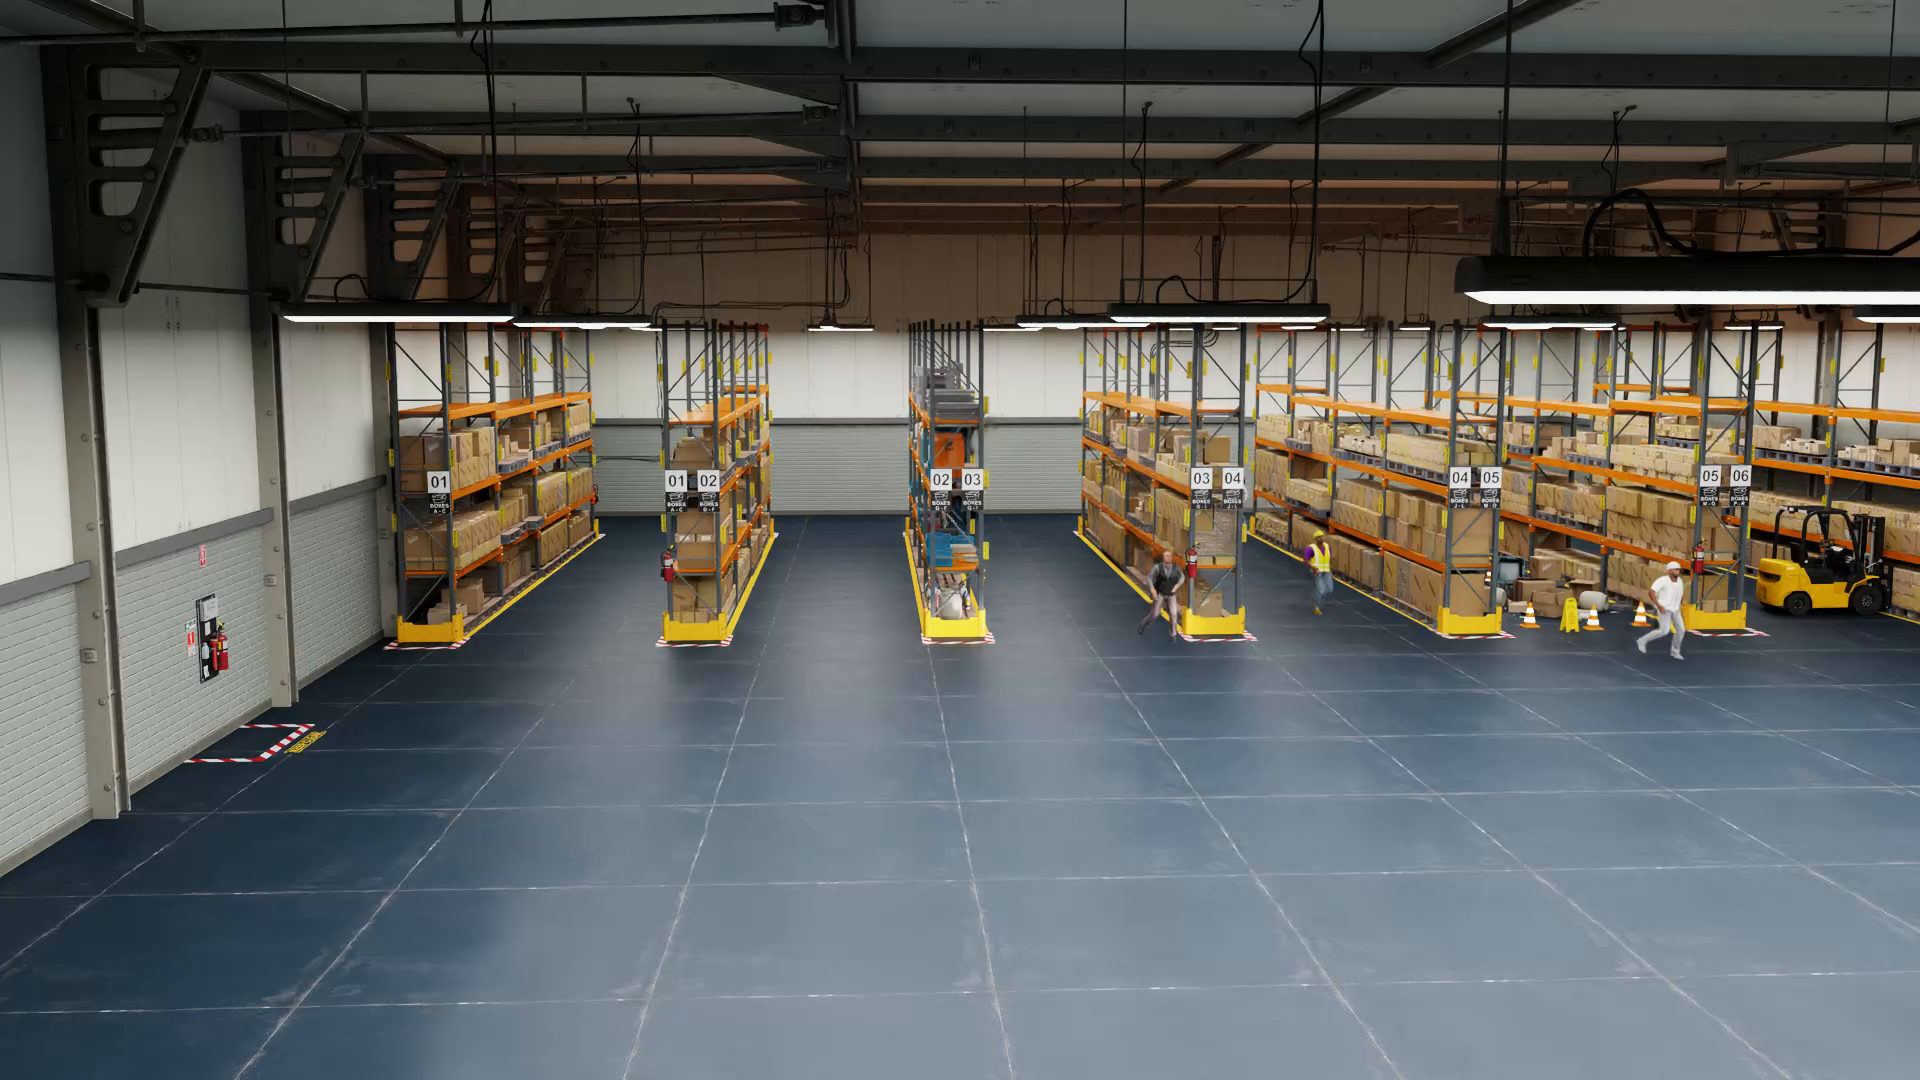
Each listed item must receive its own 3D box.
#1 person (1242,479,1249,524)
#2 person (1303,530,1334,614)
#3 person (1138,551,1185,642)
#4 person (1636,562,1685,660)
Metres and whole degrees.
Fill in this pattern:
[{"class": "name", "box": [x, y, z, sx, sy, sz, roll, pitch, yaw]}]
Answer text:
[{"class": "person", "box": [8.110, -1.064, 48.757, 0.740, 1.521, 0.613, -1, 7, -11]}, {"class": "person", "box": [7.398, 0.662, 34.124, 0.706, 1.725, 0.526, -2, 7, -19]}, {"class": "person", "box": [3.817, 1.056, 31.280, 0.864, 1.721, 0.674, -1, 7, -8]}, {"class": "person", "box": [12.549, 1.252, 29.538, 0.887, 1.760, 0.663, -4, 8, -30]}]
